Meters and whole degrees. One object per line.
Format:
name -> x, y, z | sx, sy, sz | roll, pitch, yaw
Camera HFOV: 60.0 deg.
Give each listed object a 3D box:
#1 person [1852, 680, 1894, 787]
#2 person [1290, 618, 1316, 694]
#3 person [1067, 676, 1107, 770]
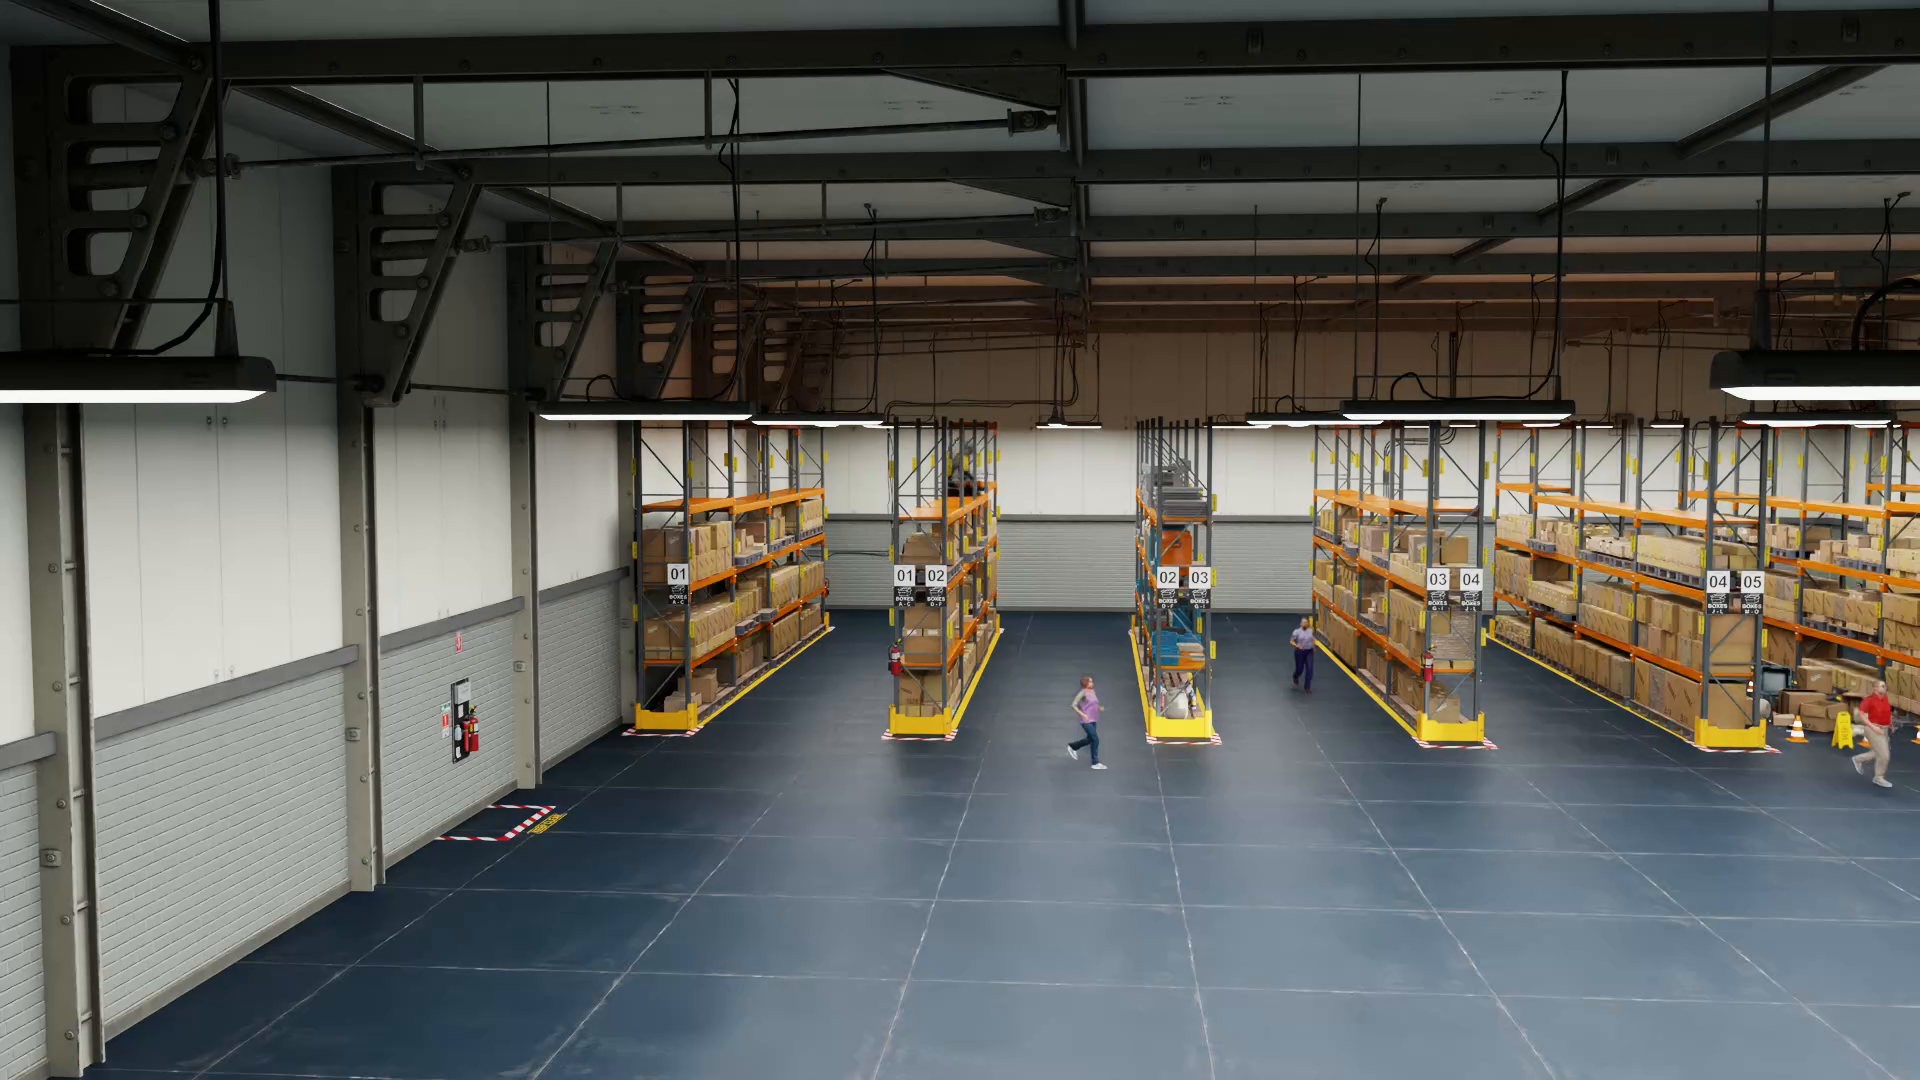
person -> 14.875, 3.116, 27.096 | 0.684, 1.696, 0.734 | -2, 4, -33
person -> 7.569, 2.524, 36.604 | 0.607, 1.640, 0.849 | 0, 4, -5
person -> 2.146, 3.087, 28.259 | 0.805, 1.568, 0.548 | 2, 4, 33
